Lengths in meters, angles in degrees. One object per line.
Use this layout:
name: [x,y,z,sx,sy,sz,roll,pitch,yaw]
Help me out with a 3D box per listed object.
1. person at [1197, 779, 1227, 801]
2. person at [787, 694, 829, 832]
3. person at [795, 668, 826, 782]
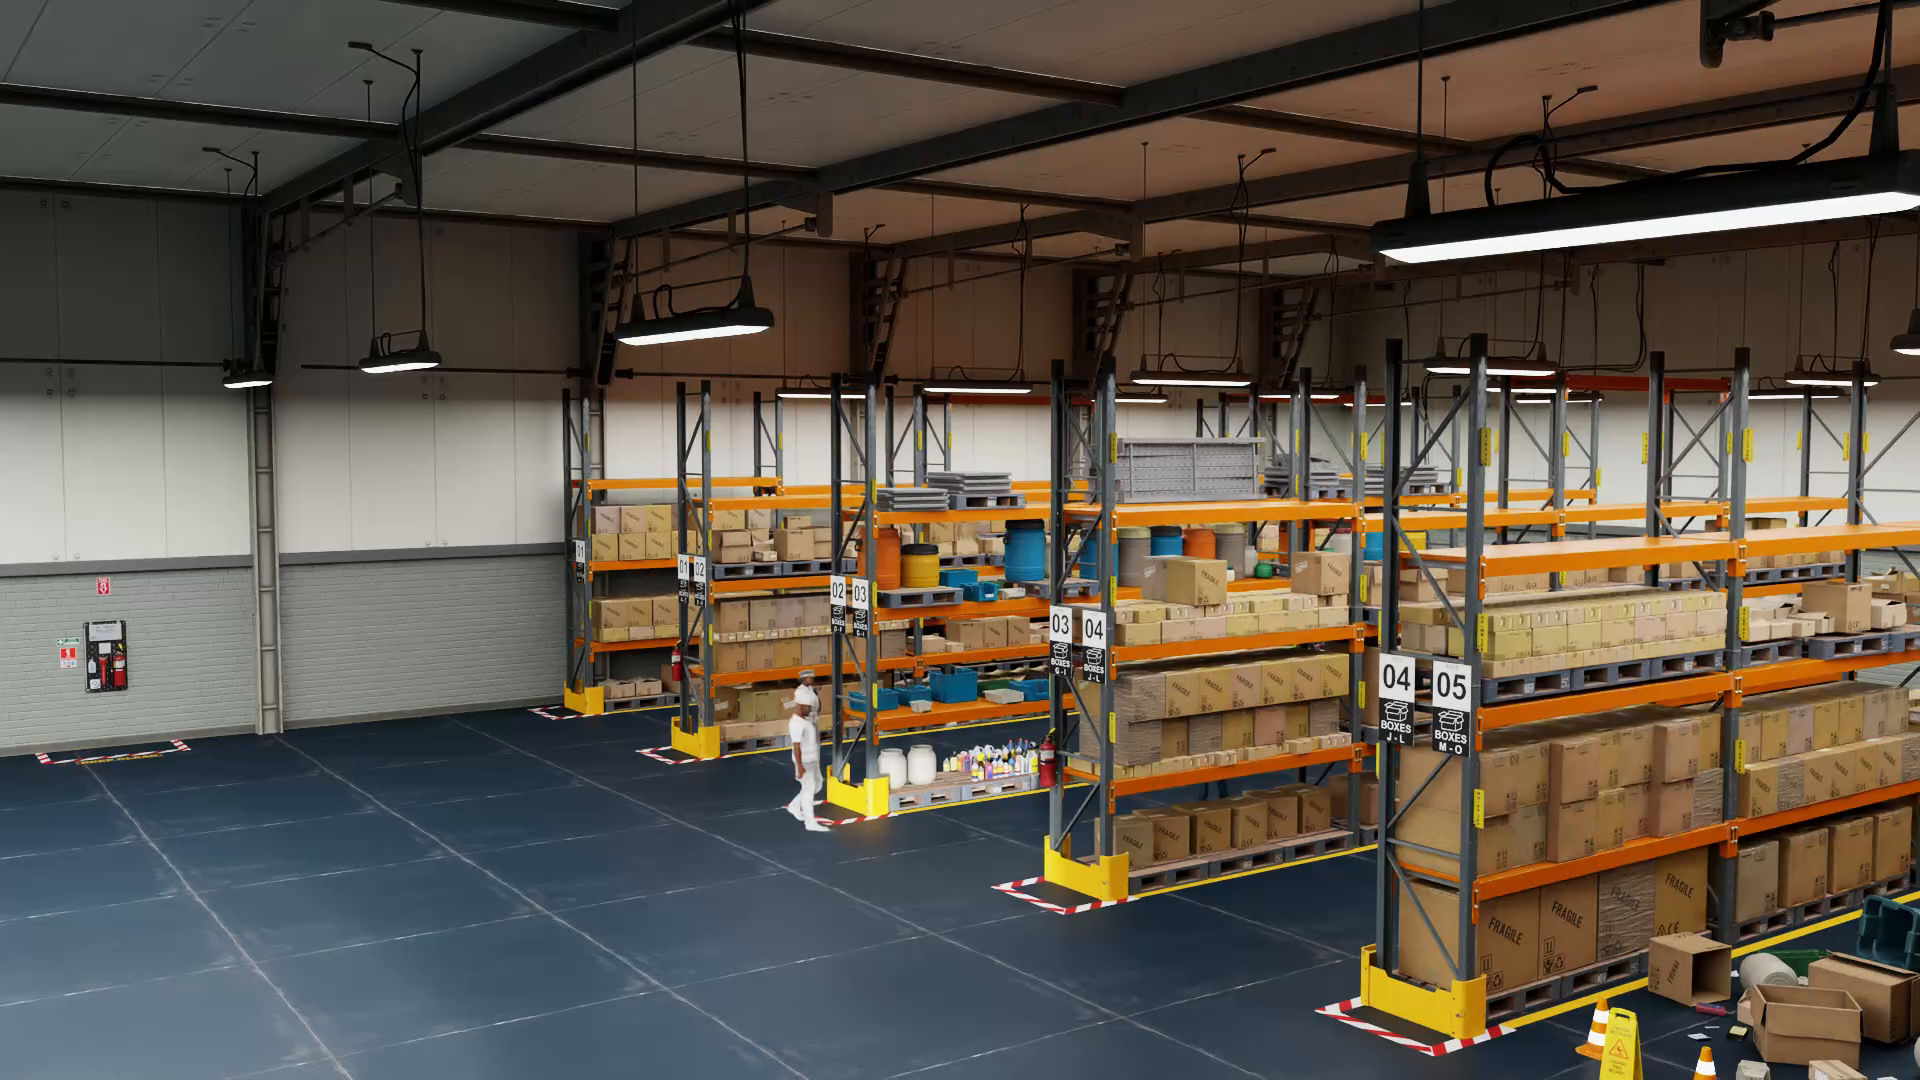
person: [3.386,2.938,22.308,0.478,1.601,0.371,-1,4,-16]
person: [-1.997,2.896,21.783,0.607,1.776,0.630,0,4,4]
person: [-2.261,2.765,24.667,0.398,1.729,0.508,2,4,29]
